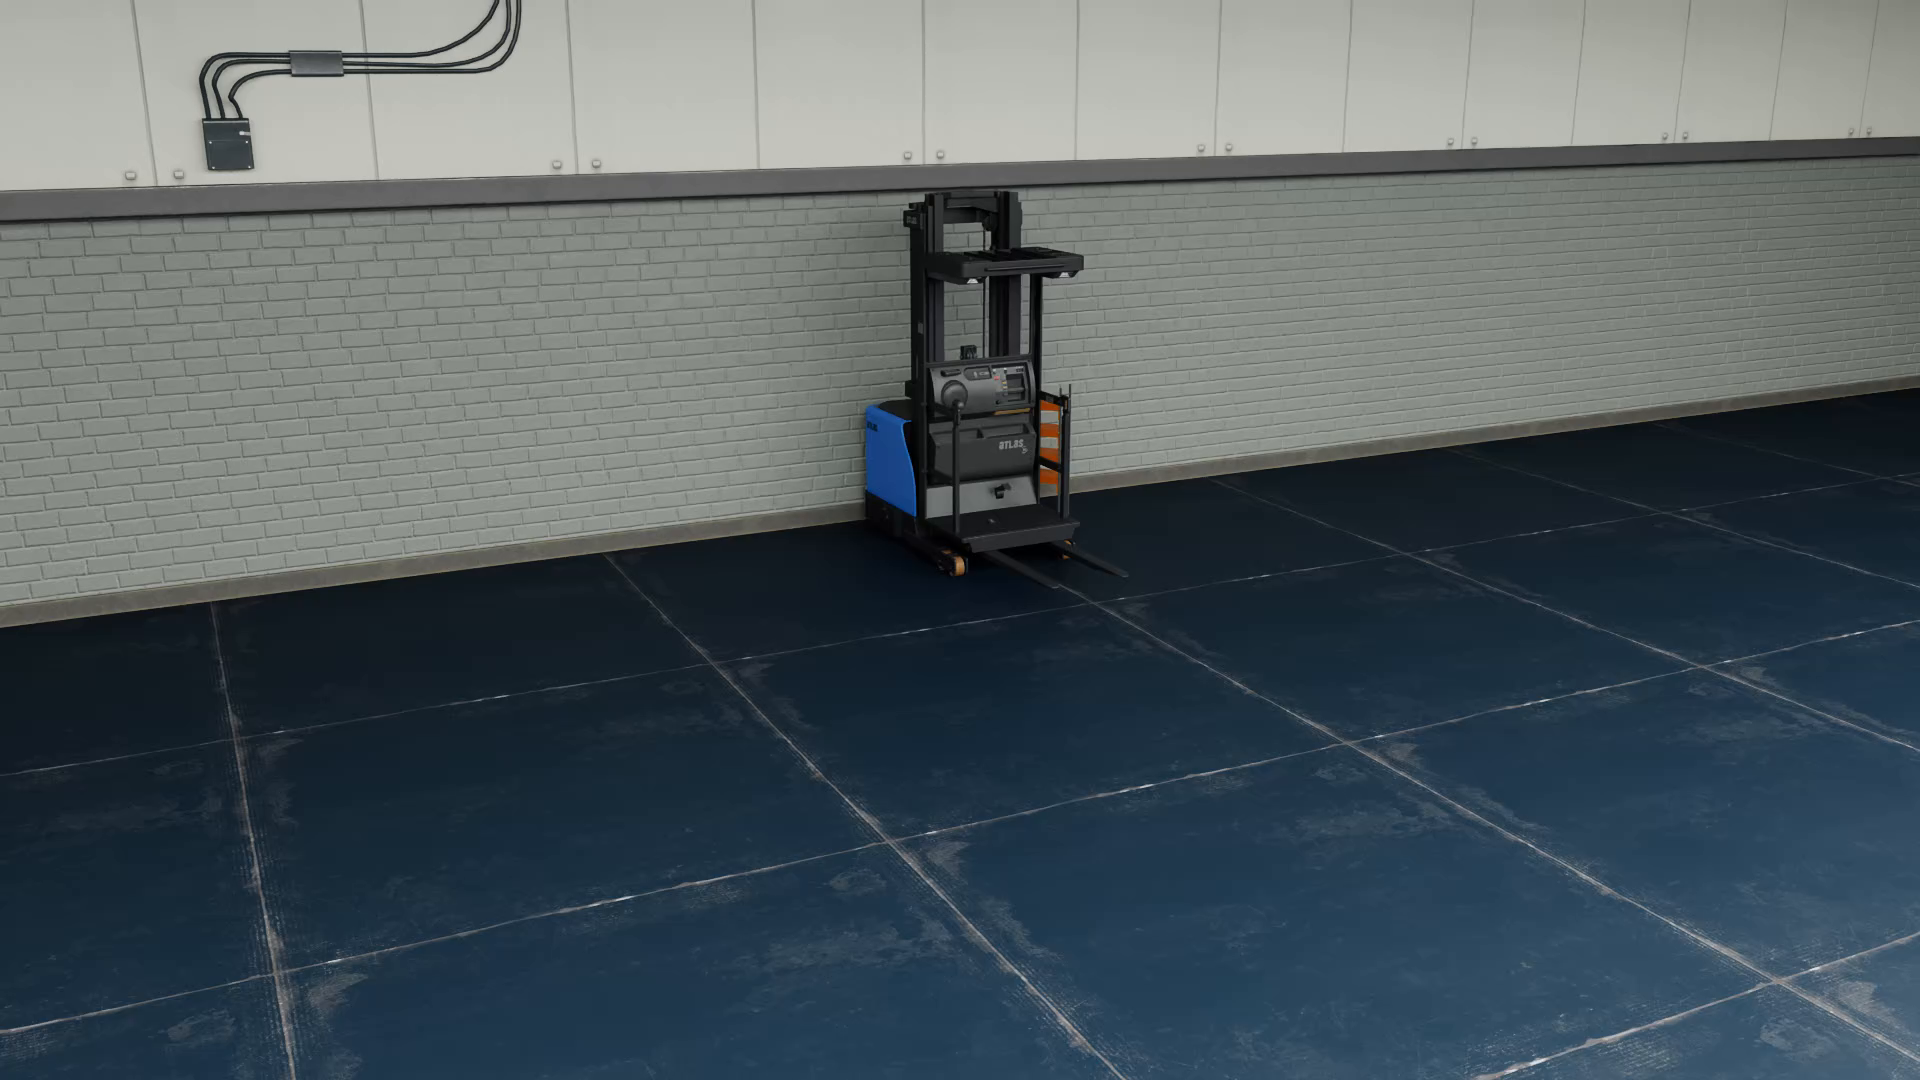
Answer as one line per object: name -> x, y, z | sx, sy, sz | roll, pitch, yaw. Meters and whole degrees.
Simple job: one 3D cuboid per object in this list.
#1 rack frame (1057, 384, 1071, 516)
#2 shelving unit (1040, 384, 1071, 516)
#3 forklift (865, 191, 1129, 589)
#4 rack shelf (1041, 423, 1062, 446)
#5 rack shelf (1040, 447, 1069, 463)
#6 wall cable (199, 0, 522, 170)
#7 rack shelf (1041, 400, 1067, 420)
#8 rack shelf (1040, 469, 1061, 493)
rack frame -> 0.928, -0.778, 14.785 | 0.015, 1.200, 0.240 | 8, 18, 25
shelving unit -> 0.708, -0.807, 14.887 | 0.503, 1.200, 0.258 | 8, 18, 25
forklift -> 0.286, -1.256, 13.312 | 1.130, 2.935, 3.031 | -8, 18, -26
rack shelf -> 0.708, -0.957, 14.844 | 0.480, 0.148, 0.258 | 8, 18, 25
rack shelf -> 0.708, -0.742, 14.906 | 0.480, 0.148, 0.258 | 8, 18, 25
wall cable -> -4.322, -5.664, 11.510 | 2.305, 6.003, 0.169 | -8, 18, -25
rack shelf -> 0.708, -1.185, 14.779 | 0.480, 0.148, 0.258 | 8, 18, 25
rack shelf -> 0.708, -0.551, 14.961 | 0.480, 0.148, 0.258 | 8, 18, 25
